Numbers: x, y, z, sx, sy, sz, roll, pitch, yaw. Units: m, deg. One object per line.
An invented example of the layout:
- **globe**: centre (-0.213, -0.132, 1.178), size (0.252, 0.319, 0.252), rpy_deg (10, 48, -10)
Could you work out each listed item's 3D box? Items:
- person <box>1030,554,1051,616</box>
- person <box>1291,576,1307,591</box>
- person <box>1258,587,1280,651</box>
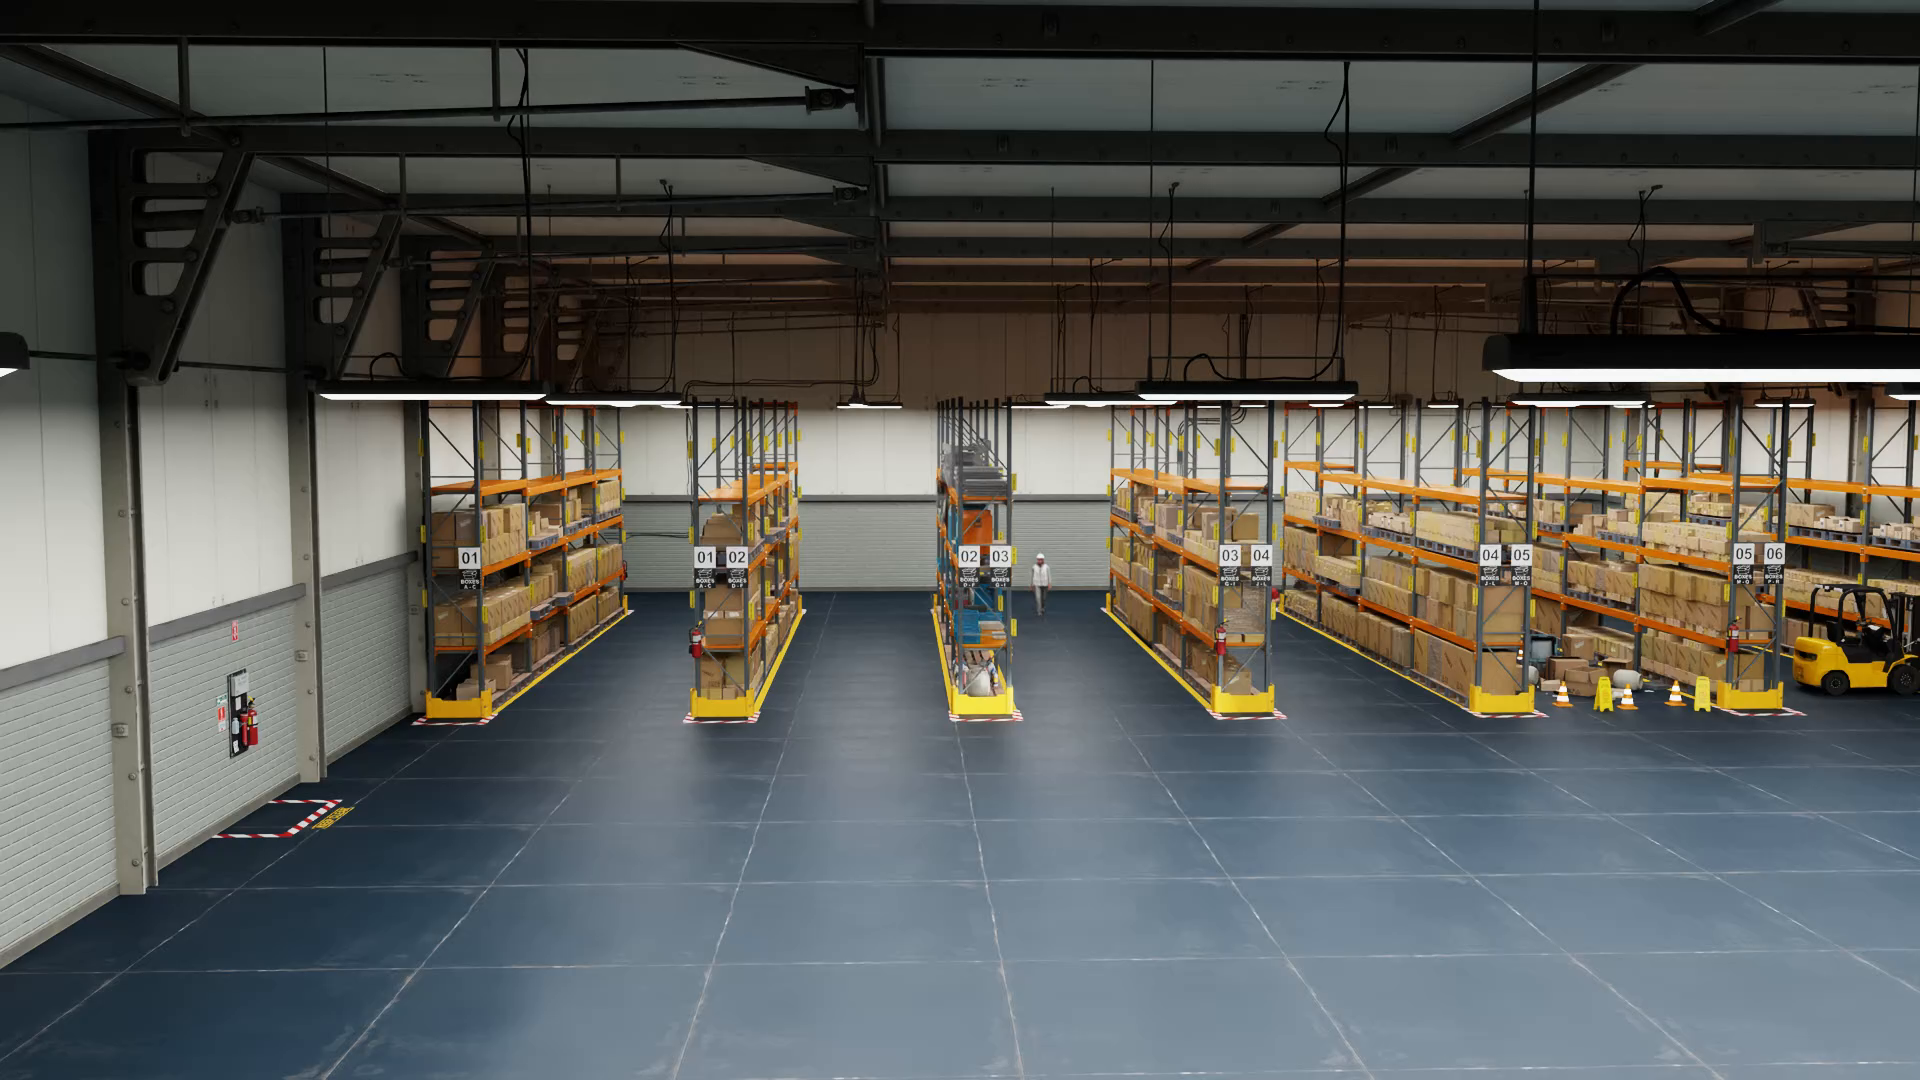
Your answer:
- **person**: centre (2.281, 1.256, 46.768), size (0.564, 1.732, 1.066), rpy_deg (0, 4, -6)
- **person**: centre (10.000, 1.082, 48.997), size (0.999, 1.669, 0.688), rpy_deg (1, 5, 14)
- **person**: centre (7.414, 1.775, 40.158), size (0.535, 1.780, 0.846), rpy_deg (0, 4, 1)
